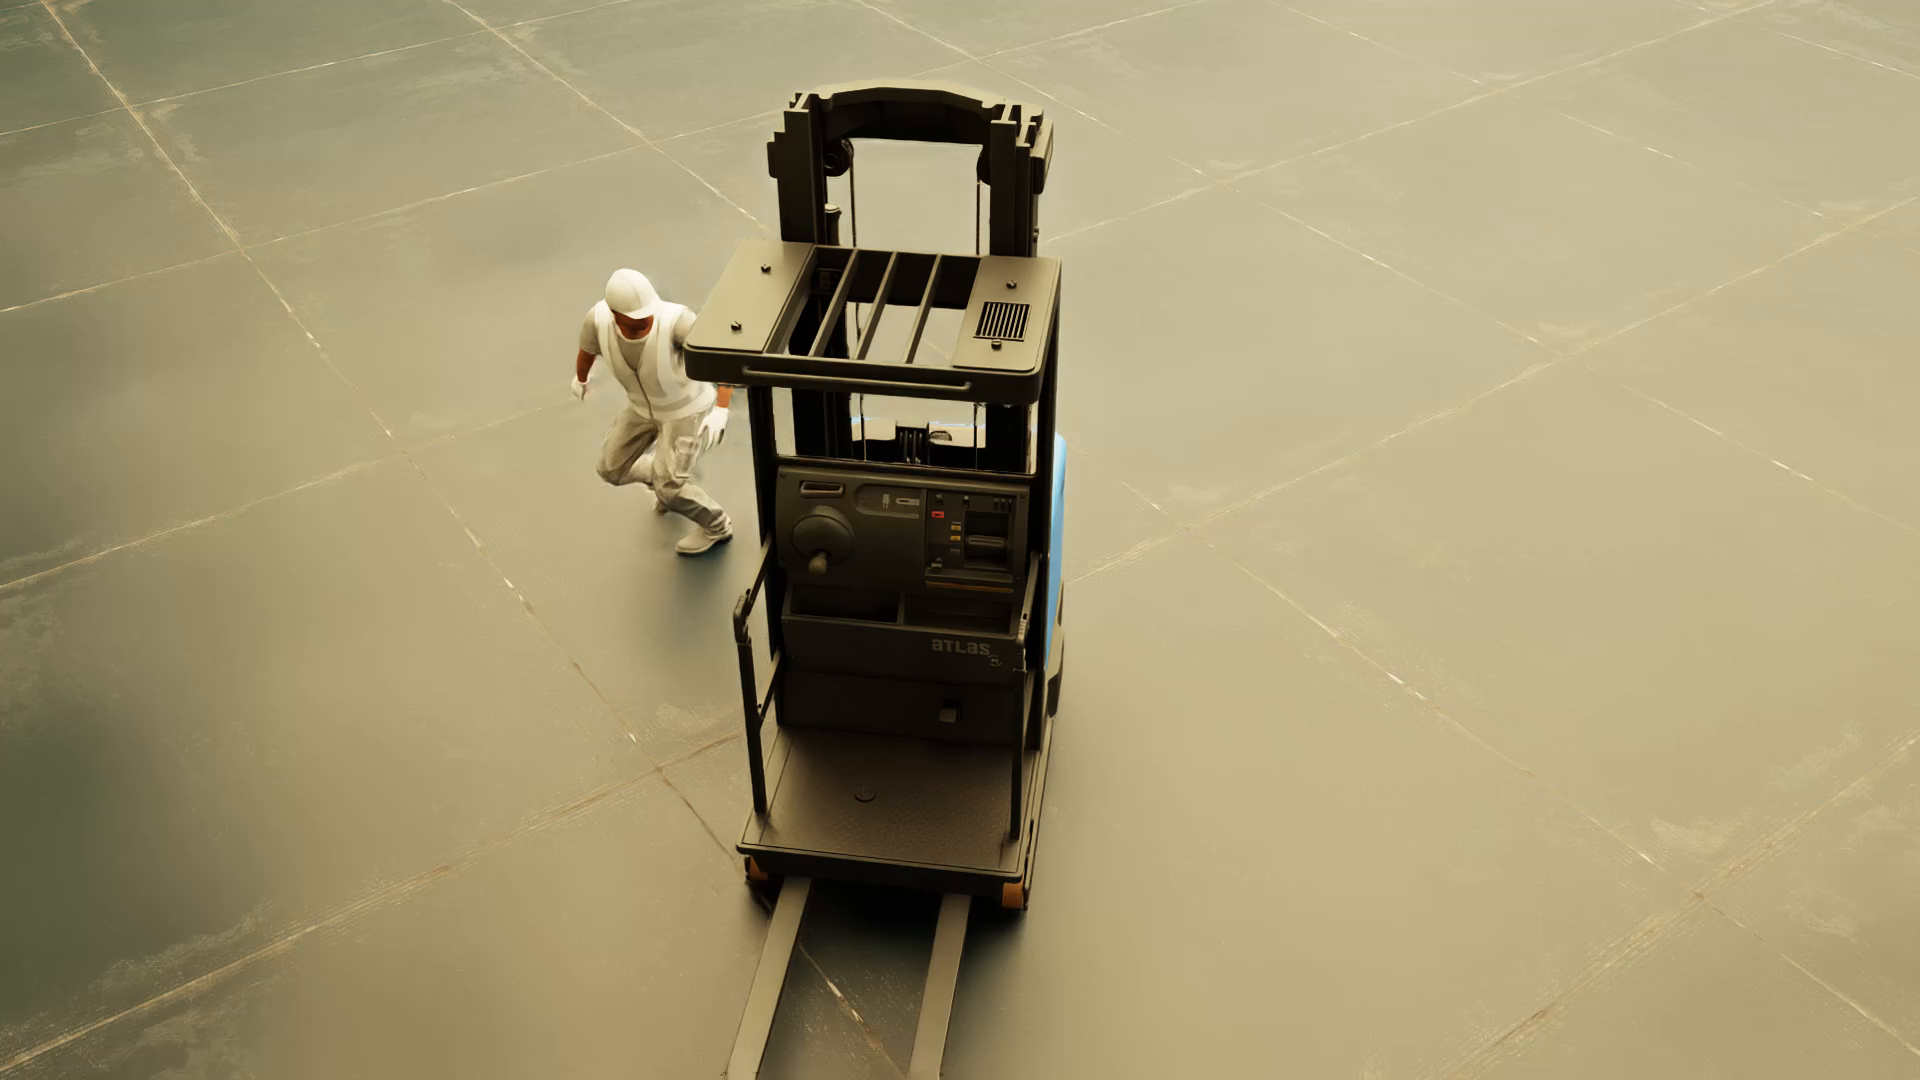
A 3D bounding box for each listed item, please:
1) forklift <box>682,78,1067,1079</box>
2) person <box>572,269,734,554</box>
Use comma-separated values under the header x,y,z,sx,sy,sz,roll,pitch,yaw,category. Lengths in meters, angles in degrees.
x,y,z,sx,sy,sz,roll,pitch,yaw,category
-0.243,0.027,5.908,1.130,2.935,3.031,5,37,7,forklift
-1.487,-0.654,8.001,1.015,1.625,0.541,17,40,22,person
